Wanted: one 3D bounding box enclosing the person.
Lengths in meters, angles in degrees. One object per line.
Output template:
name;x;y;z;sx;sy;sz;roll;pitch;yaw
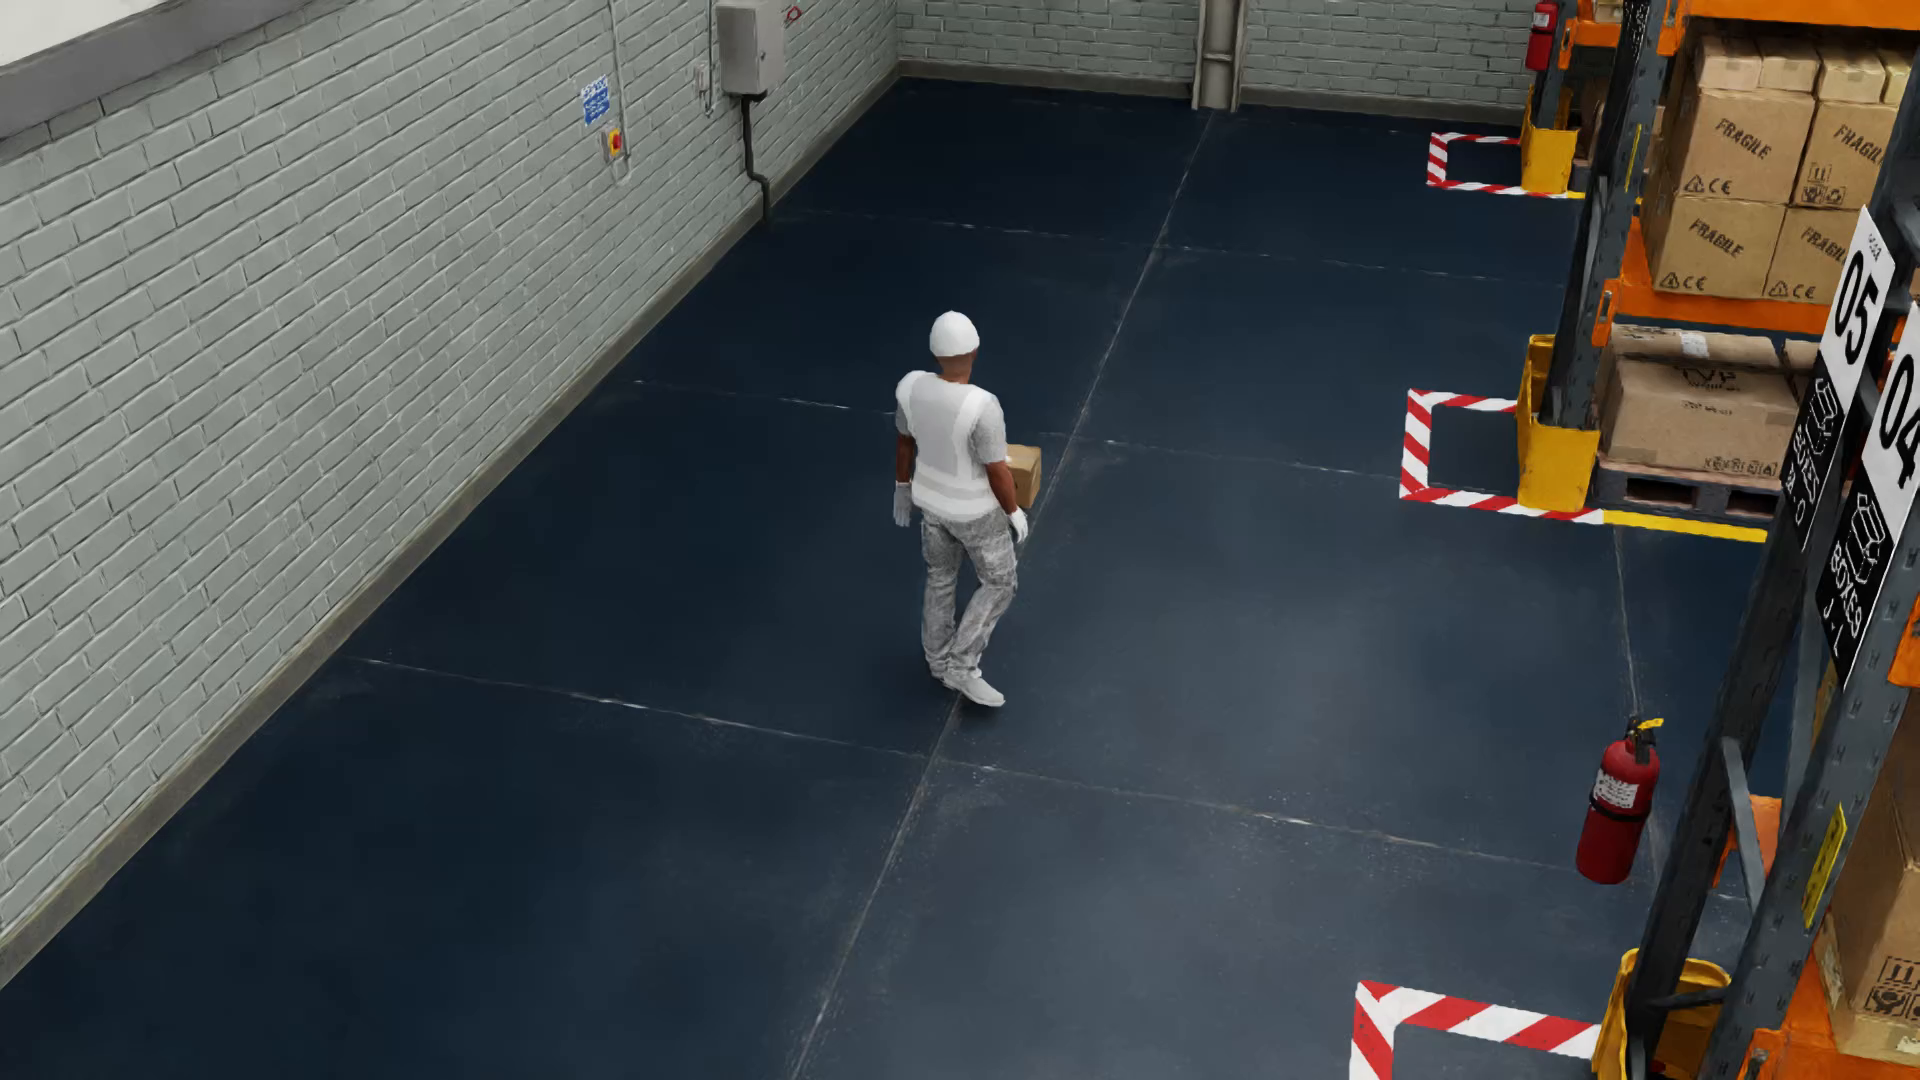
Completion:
person;0.006;-0.468;7.163;0.612;1.069;0.337;27;41;35
